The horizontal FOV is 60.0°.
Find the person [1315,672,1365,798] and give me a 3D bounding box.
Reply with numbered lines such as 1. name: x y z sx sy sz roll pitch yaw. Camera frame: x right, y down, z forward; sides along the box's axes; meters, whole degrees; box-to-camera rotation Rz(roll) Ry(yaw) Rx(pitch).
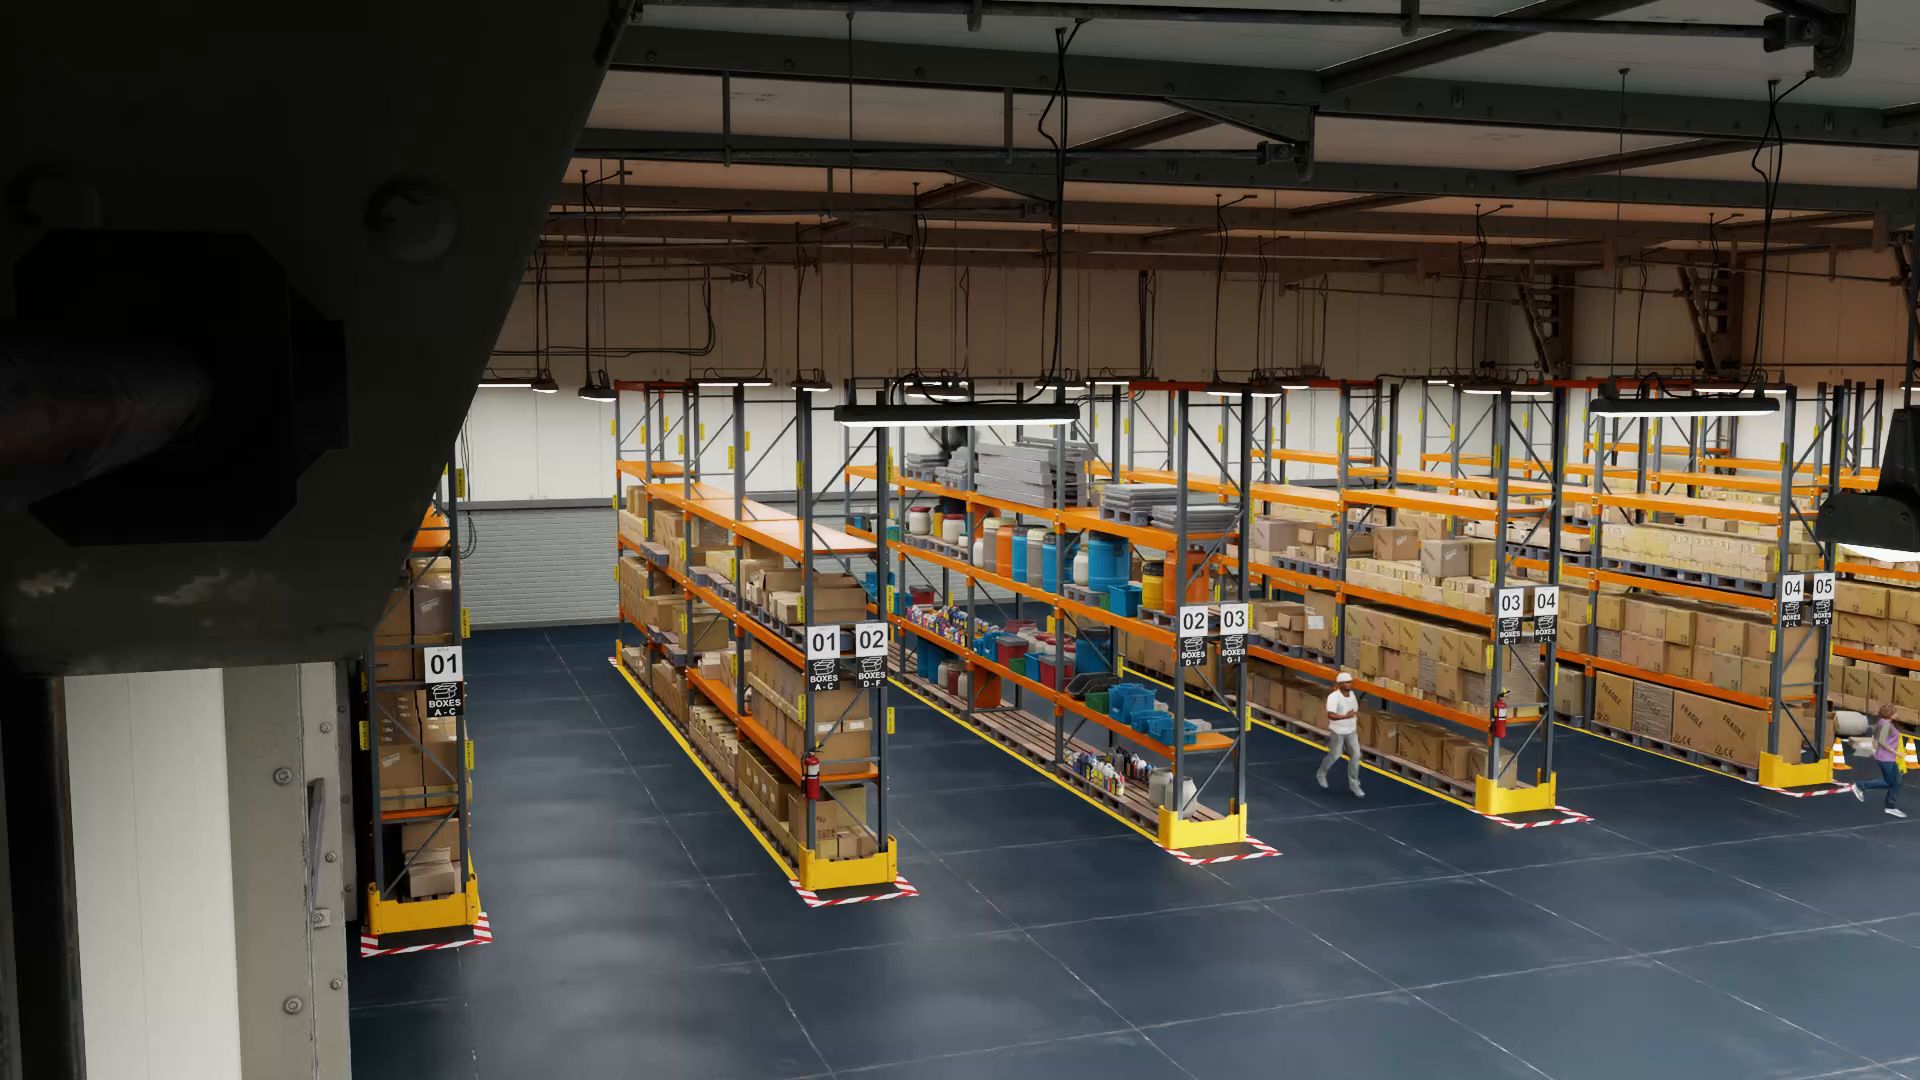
1. person: 5.620 2.847 24.553 0.703 1.822 0.833 -4 7 -33

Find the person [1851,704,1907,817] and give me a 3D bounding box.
1. person: 12.990 3.090 23.449 0.704 1.586 0.548 3 7 29

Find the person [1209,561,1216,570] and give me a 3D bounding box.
1. person: 5.910 1.187 40.854 0.797 1.662 0.775 -3 7 -25
